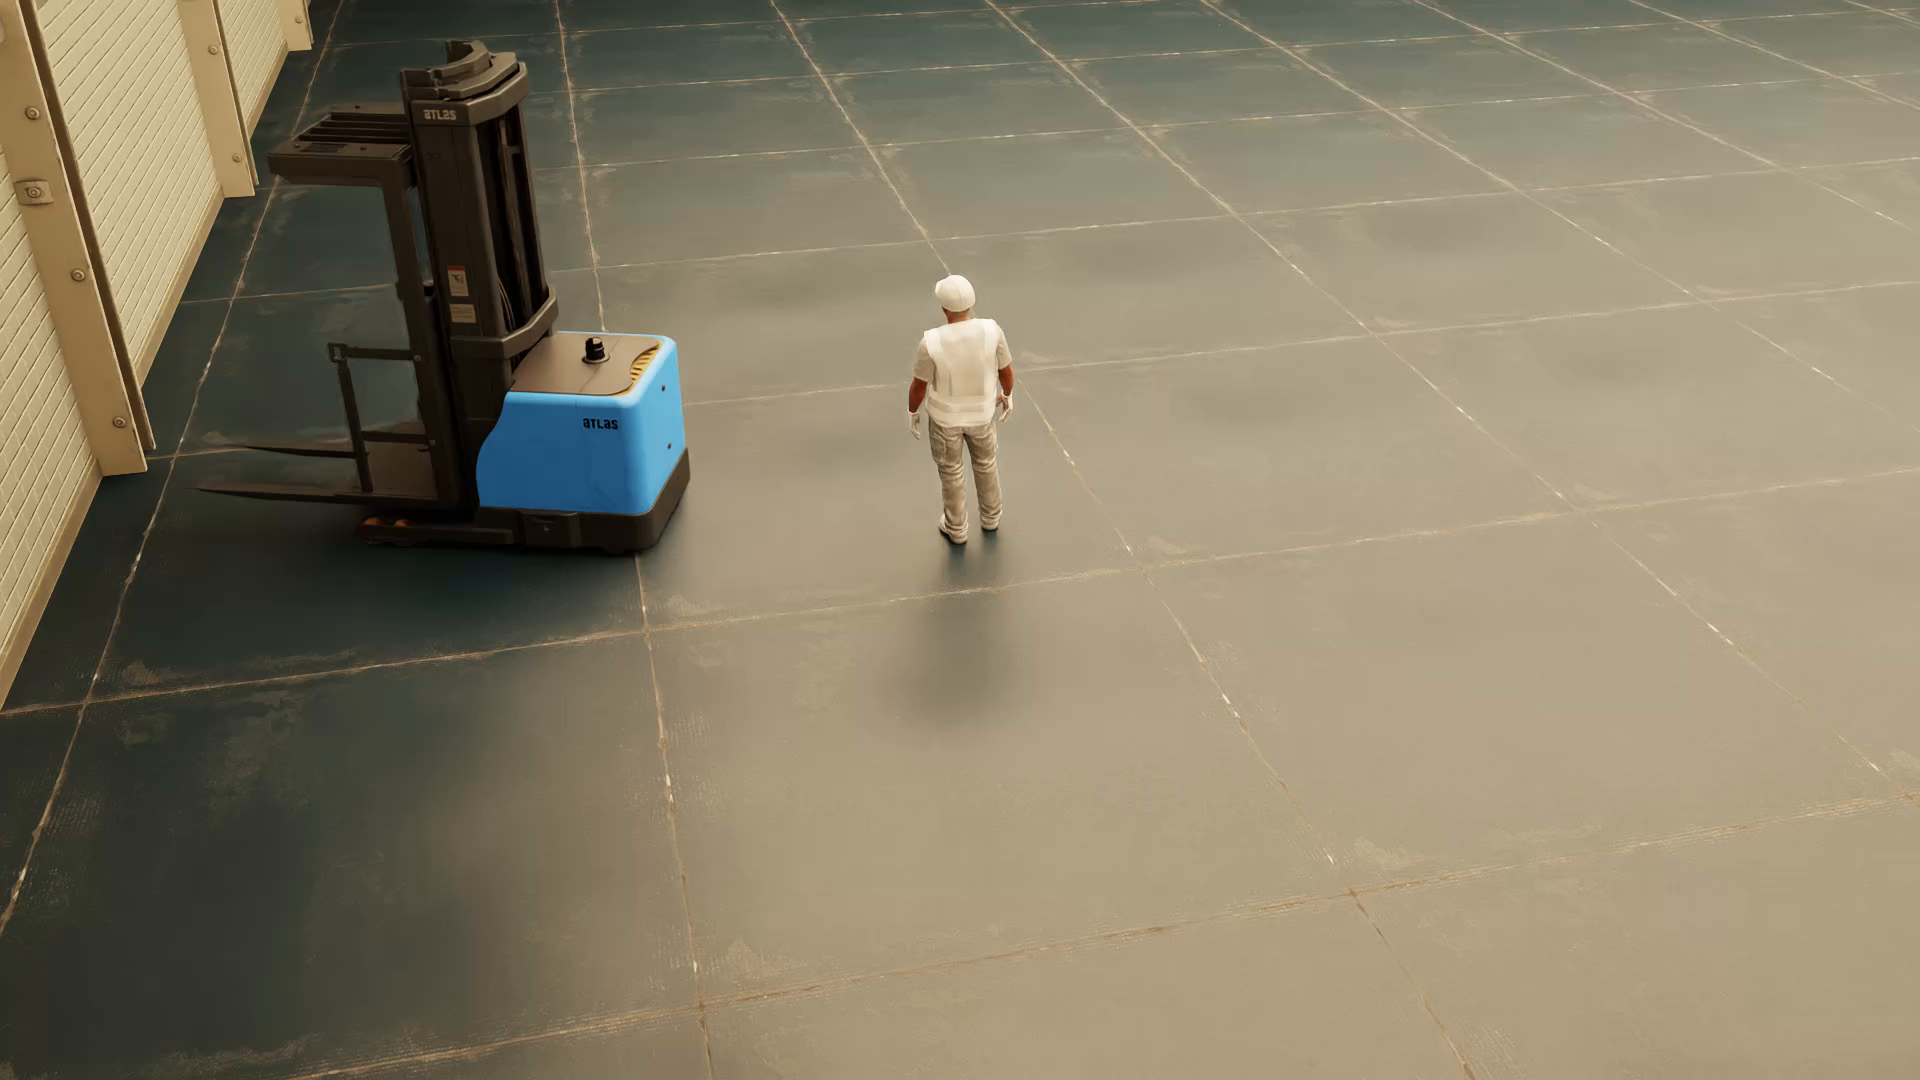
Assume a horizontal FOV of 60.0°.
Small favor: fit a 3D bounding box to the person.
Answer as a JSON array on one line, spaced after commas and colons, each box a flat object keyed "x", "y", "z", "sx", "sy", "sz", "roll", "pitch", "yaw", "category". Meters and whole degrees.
[{"x": -0.008, "y": -0.814, "z": 10.112, "sx": 0.656, "sy": 1.781, "sz": 0.577, "roll": -7, "pitch": 31, "yaw": -12, "category": "person"}]

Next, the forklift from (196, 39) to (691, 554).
[{"x": -3.347, "y": -1.488, "z": 10.144, "sx": 3.031, "sy": 2.935, "sz": 1.130, "roll": 3, "pitch": 30, "yaw": 6, "category": "forklift"}]
